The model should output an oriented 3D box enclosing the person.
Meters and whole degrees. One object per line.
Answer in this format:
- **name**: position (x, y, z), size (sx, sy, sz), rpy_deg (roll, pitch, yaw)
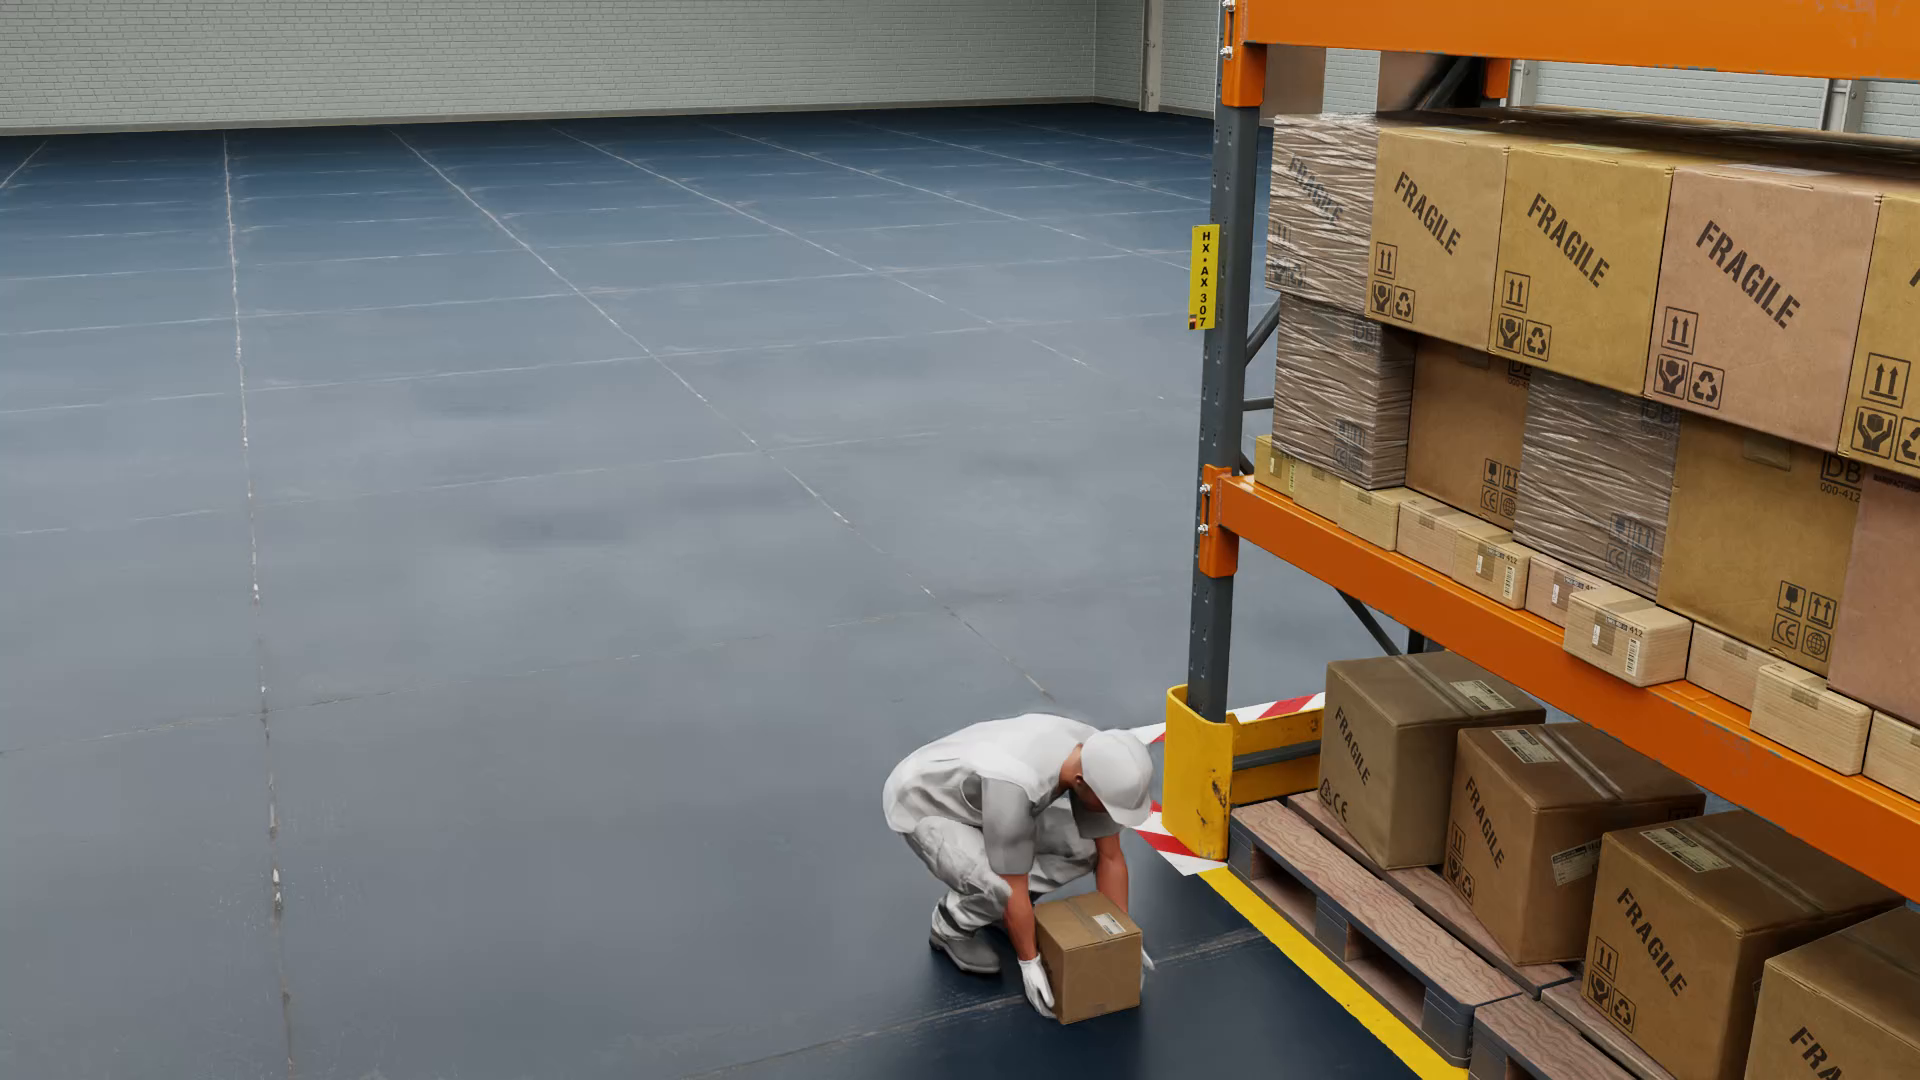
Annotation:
- **person**: position (0.179, 0.884, 4.950), size (0.556, 0.890, 0.891), rpy_deg (-16, 25, -40)
